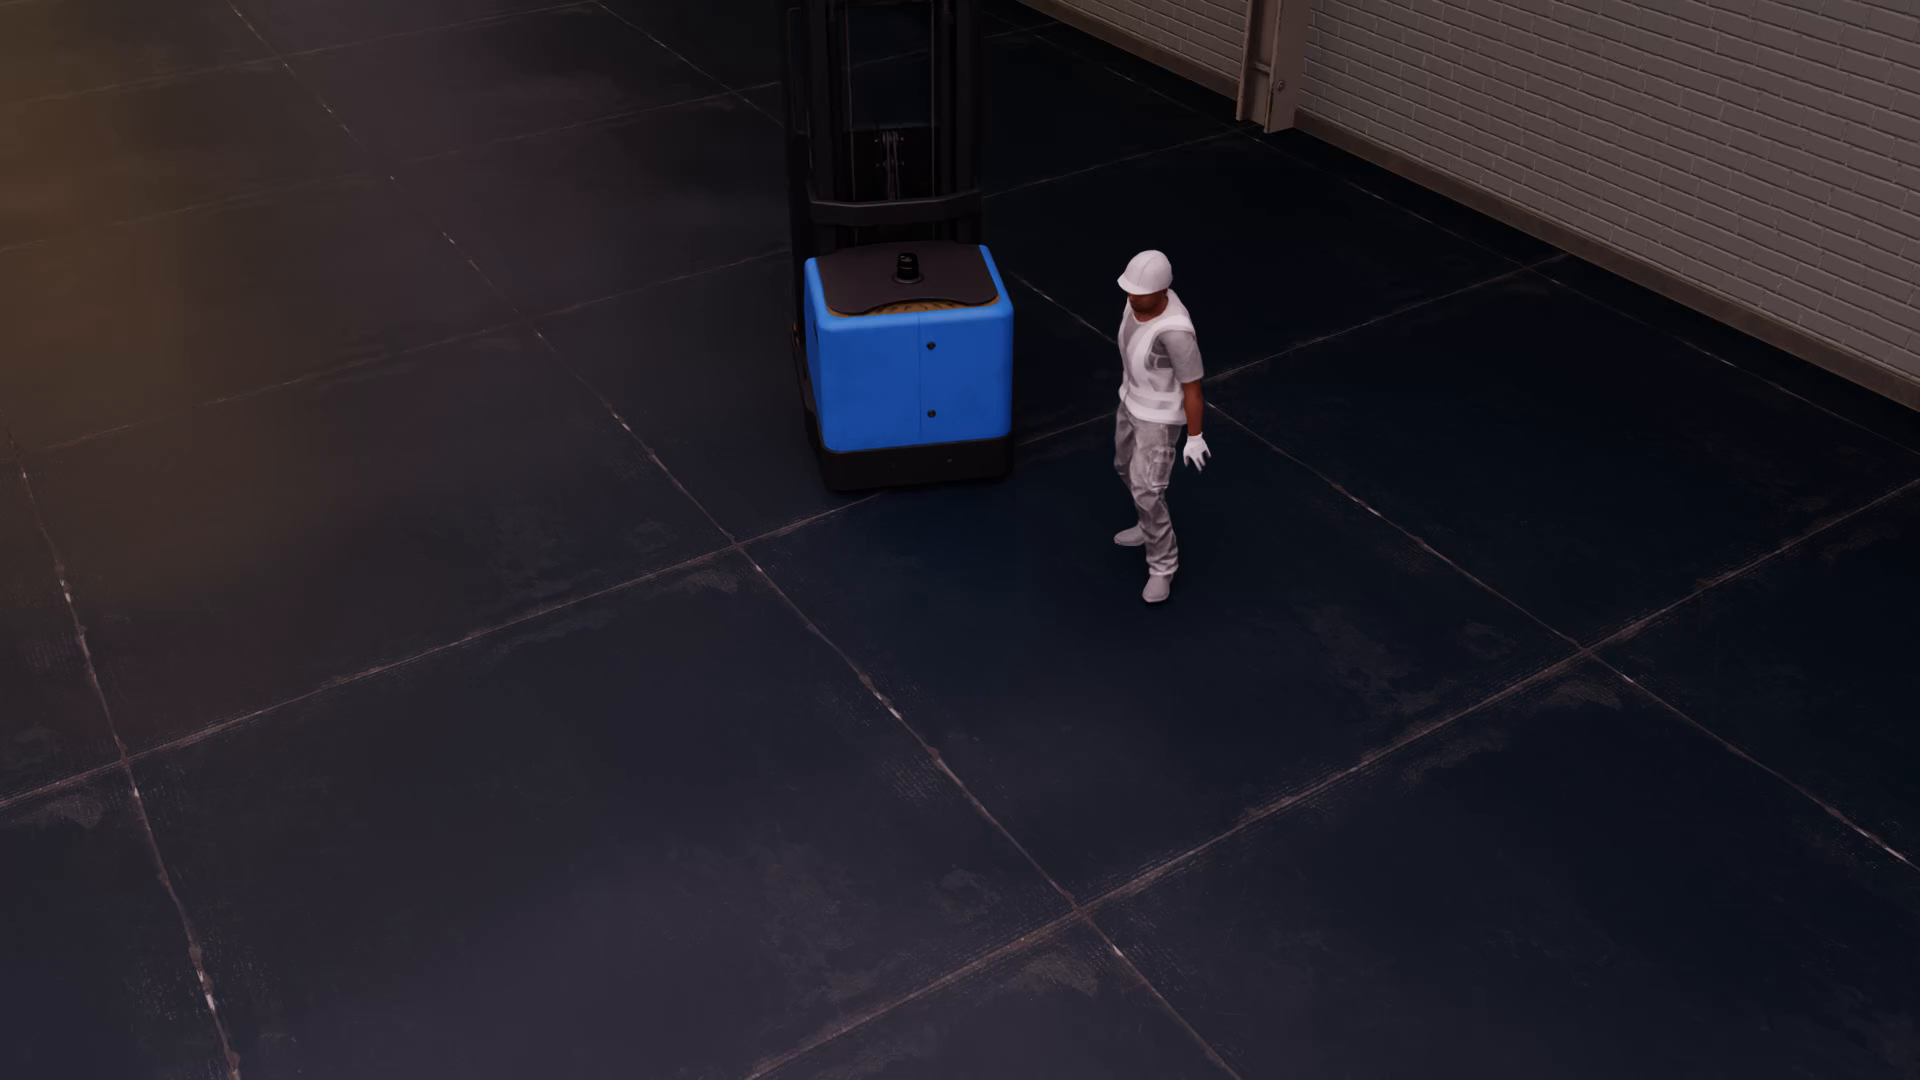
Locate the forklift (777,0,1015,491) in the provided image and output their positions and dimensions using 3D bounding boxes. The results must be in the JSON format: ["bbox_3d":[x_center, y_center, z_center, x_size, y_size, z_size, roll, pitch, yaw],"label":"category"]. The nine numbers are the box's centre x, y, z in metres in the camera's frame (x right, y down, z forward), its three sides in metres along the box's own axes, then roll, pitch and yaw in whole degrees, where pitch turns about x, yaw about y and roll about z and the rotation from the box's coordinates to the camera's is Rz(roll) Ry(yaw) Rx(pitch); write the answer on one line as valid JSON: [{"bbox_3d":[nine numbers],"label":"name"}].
[{"bbox_3d":[-0.462,-2.305,9.428,1.130,2.935,3.031,-6,35,-8],"label":"forklift"}]

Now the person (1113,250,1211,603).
[{"bbox_3d":[0.921,-0.631,8.097,0.454,1.746,0.894,-10,36,-14],"label":"person"}]
